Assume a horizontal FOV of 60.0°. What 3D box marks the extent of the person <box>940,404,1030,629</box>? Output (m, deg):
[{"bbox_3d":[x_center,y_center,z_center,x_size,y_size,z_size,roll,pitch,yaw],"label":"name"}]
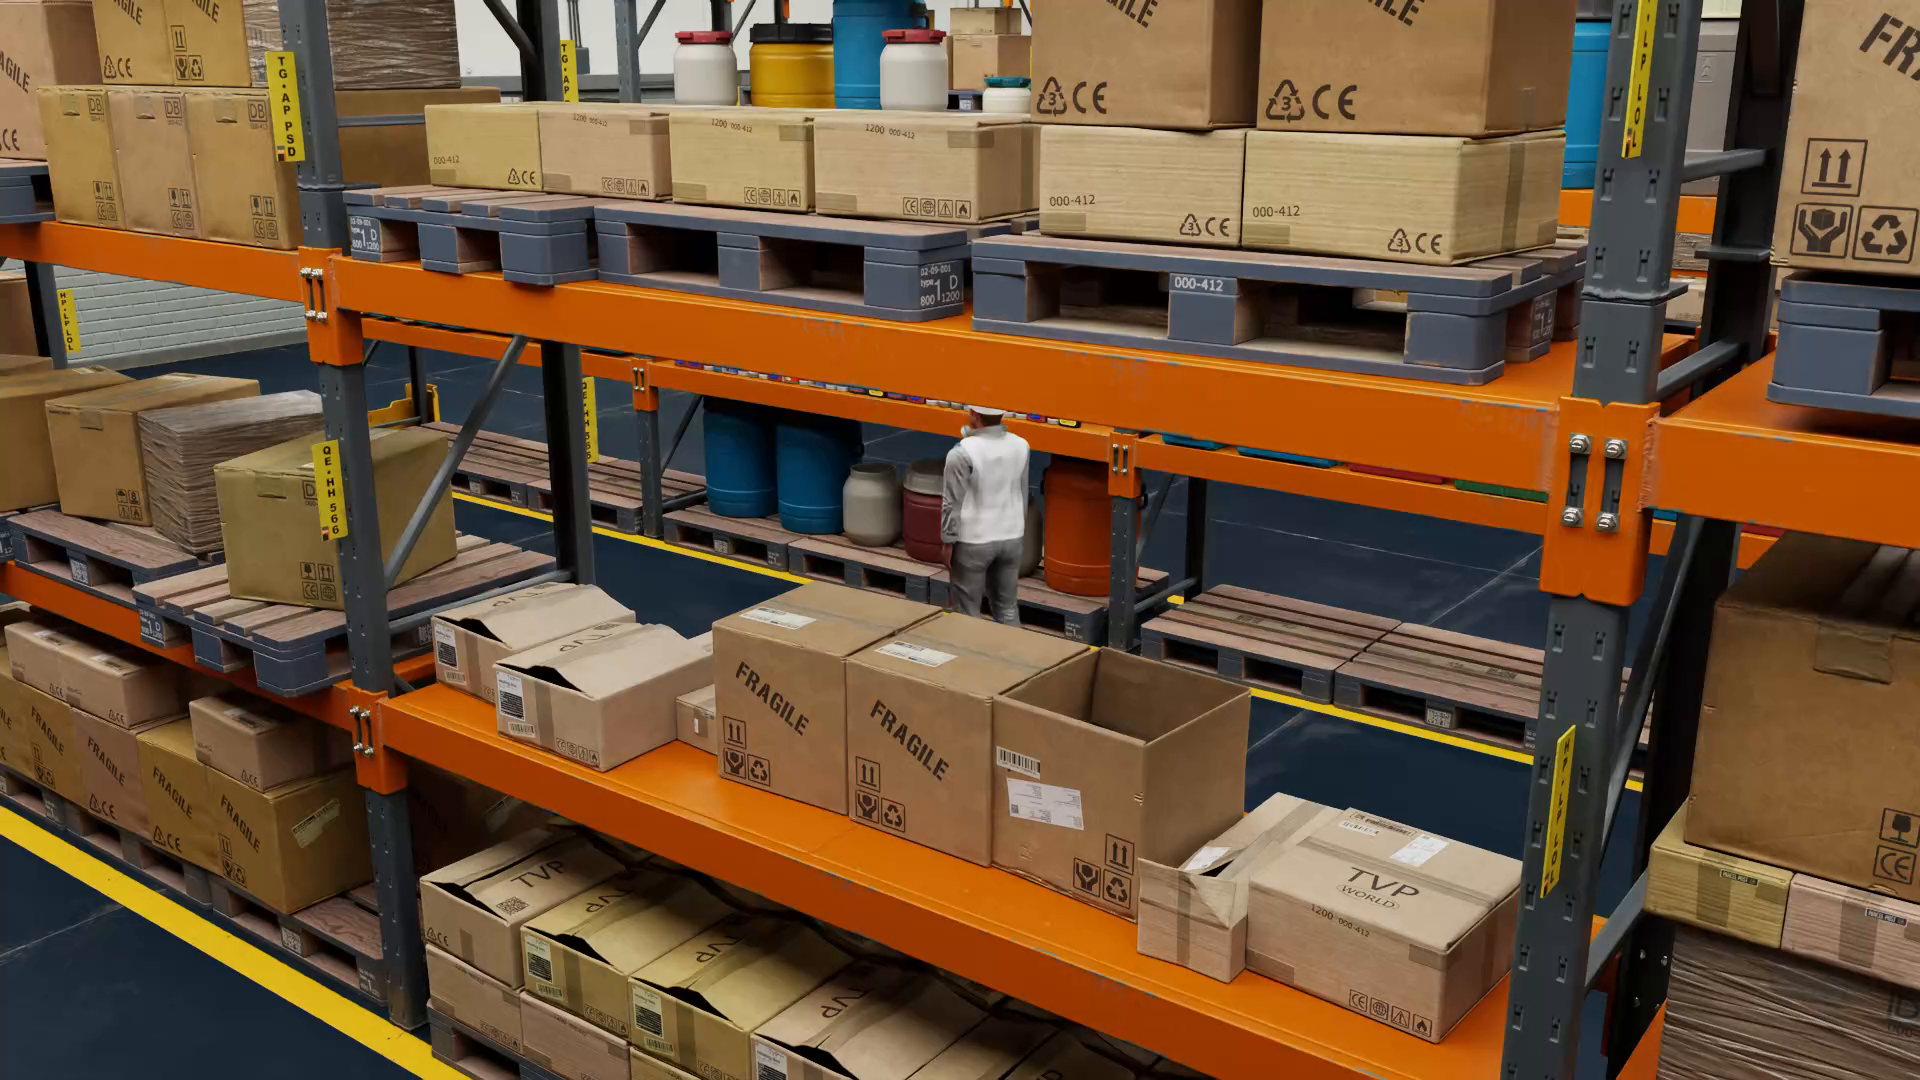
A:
[{"bbox_3d":[0.123,-0.006,9.019,0.530,1.771,0.358,-9,19,-29],"label":"person"}]
